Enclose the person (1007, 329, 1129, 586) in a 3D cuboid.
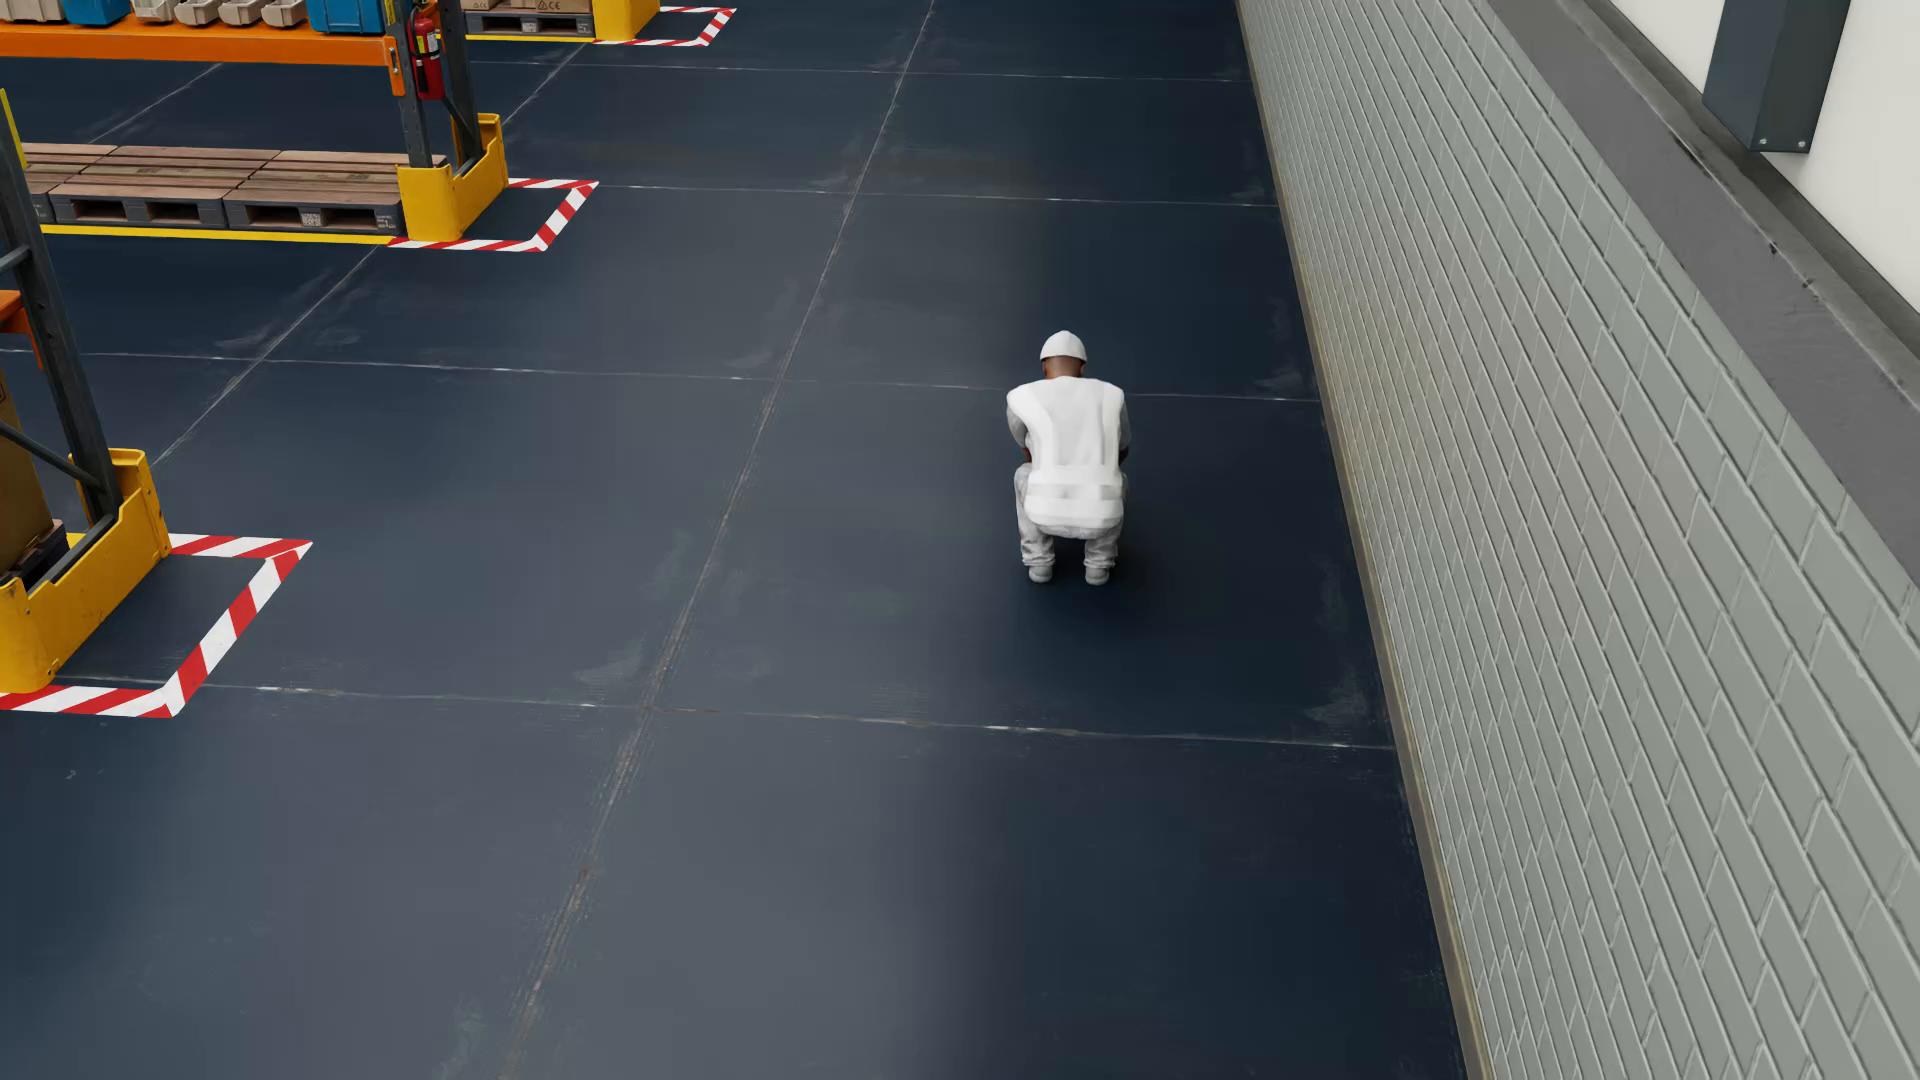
[{"bbox_3d":[0.486,-0.368,7.468,0.565,0.999,0.901,2,32,3],"label":"person"}]
